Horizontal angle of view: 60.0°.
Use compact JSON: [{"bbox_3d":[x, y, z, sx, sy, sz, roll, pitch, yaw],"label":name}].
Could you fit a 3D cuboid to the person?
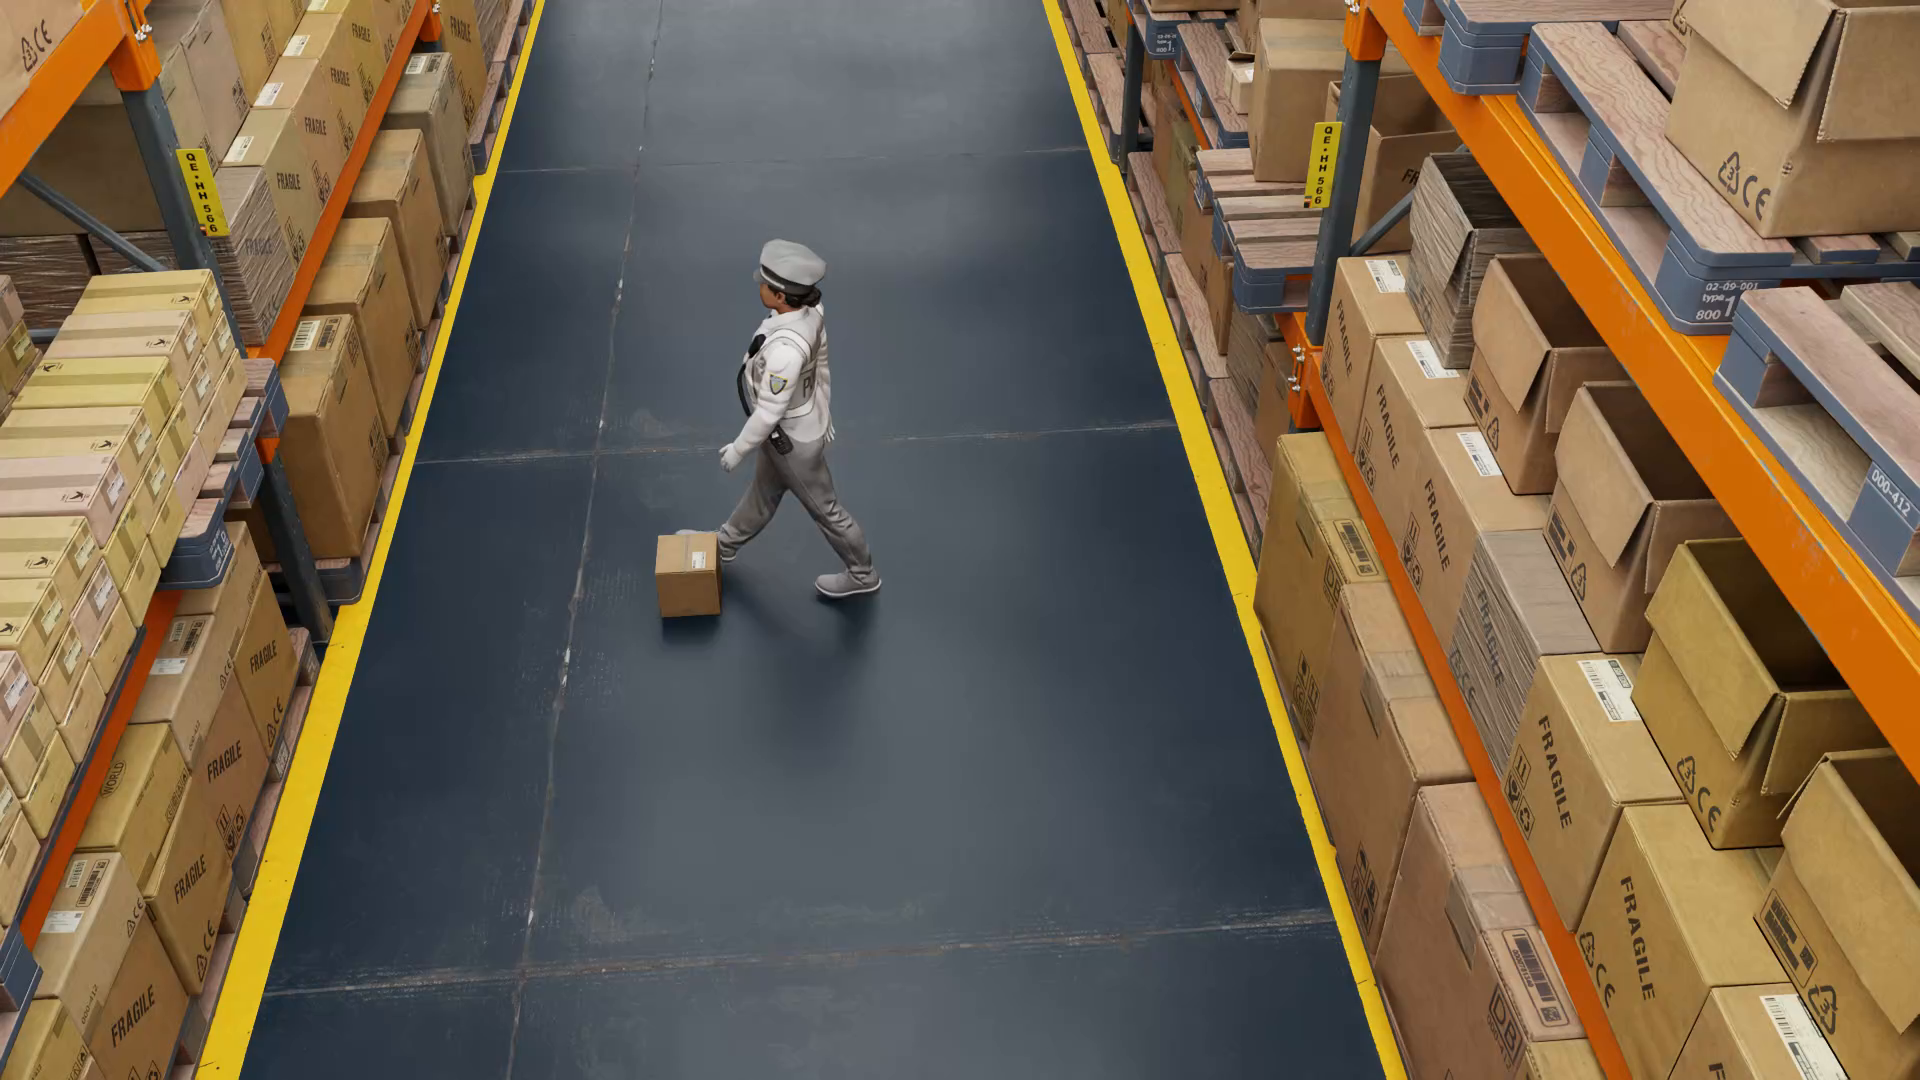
[{"bbox_3d":[-0.796,-0.441,6.656,0.918,1.649,0.490,1,39,1],"label":"person"}]
